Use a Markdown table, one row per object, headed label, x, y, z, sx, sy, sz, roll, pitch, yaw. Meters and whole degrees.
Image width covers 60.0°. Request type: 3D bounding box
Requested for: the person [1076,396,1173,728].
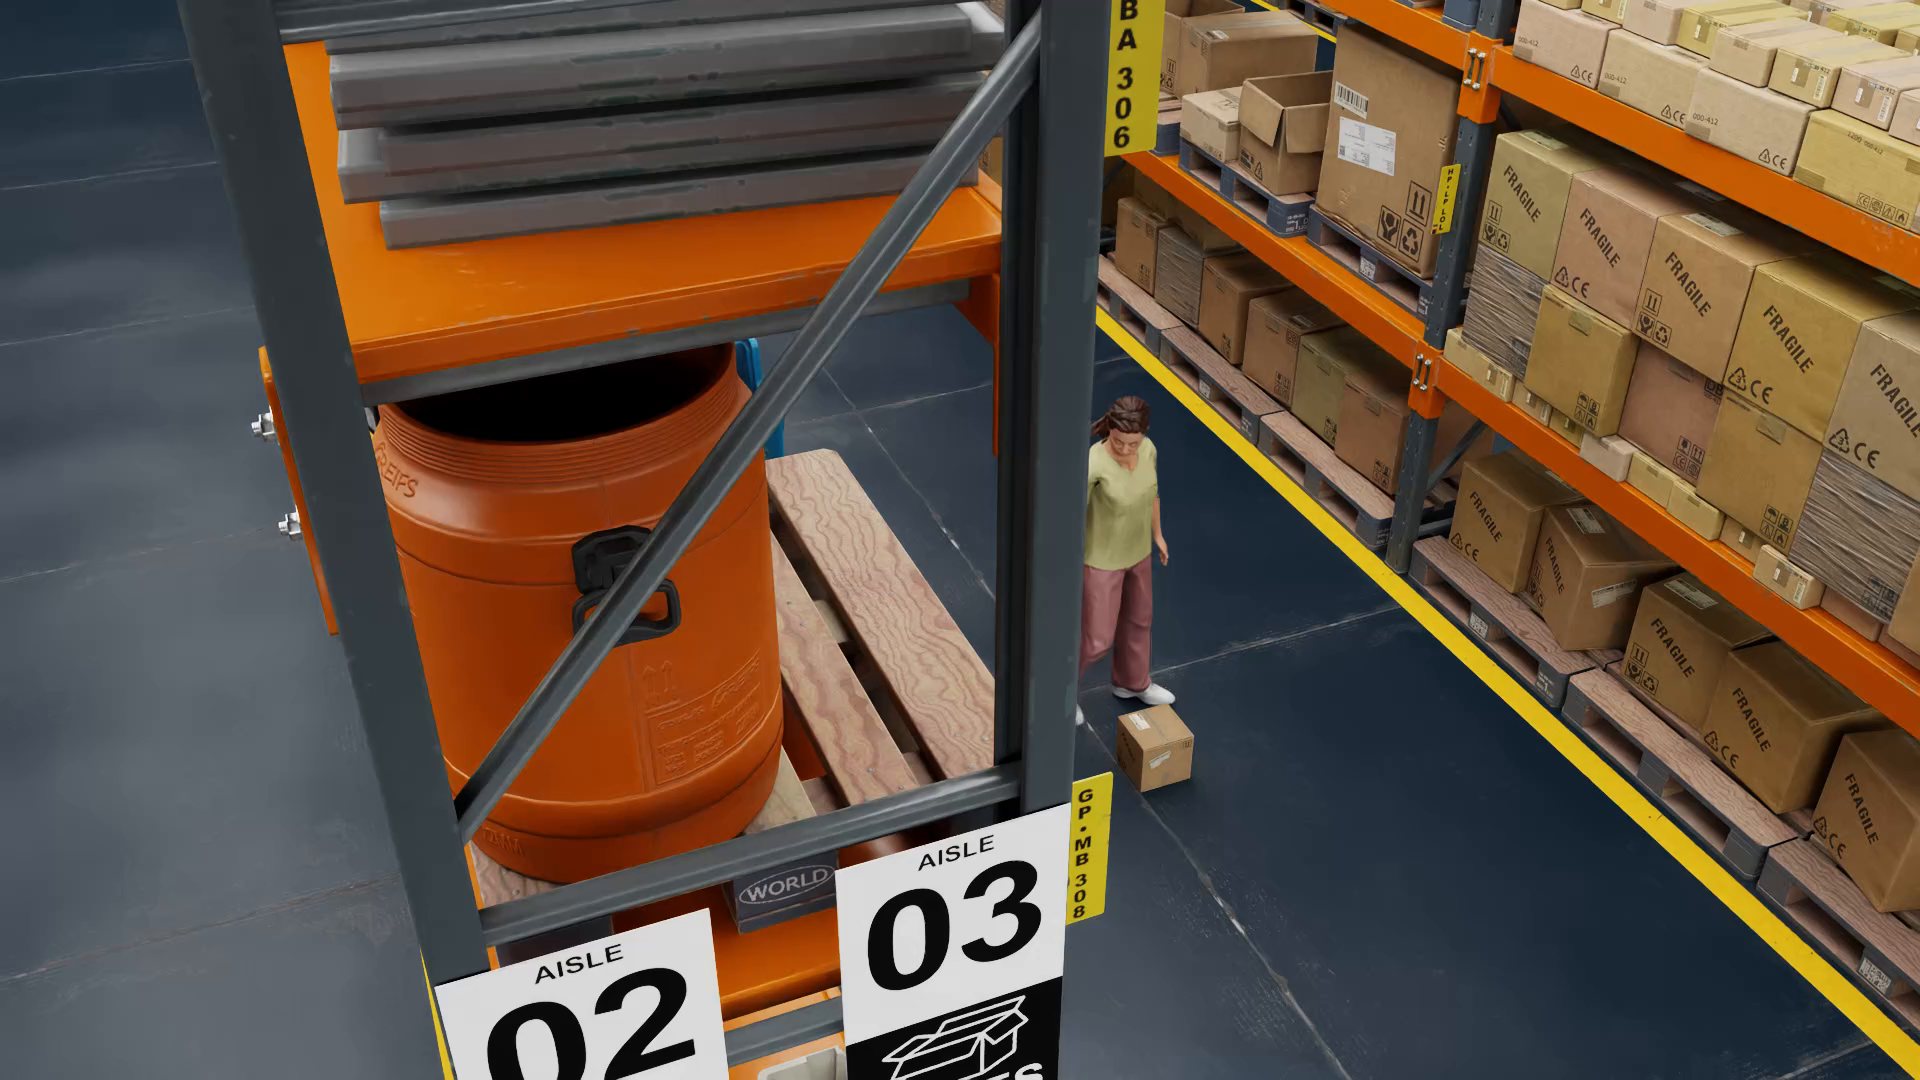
| label | x | y | z | sx | sy | sz | roll | pitch | yaw |
| --- | --- | --- | --- | --- | --- | --- | --- | --- | --- |
| person | 0.700 | 0.074 | 7.390 | 0.546 | 1.669 | 0.433 | -24 | 41 | -32 |
